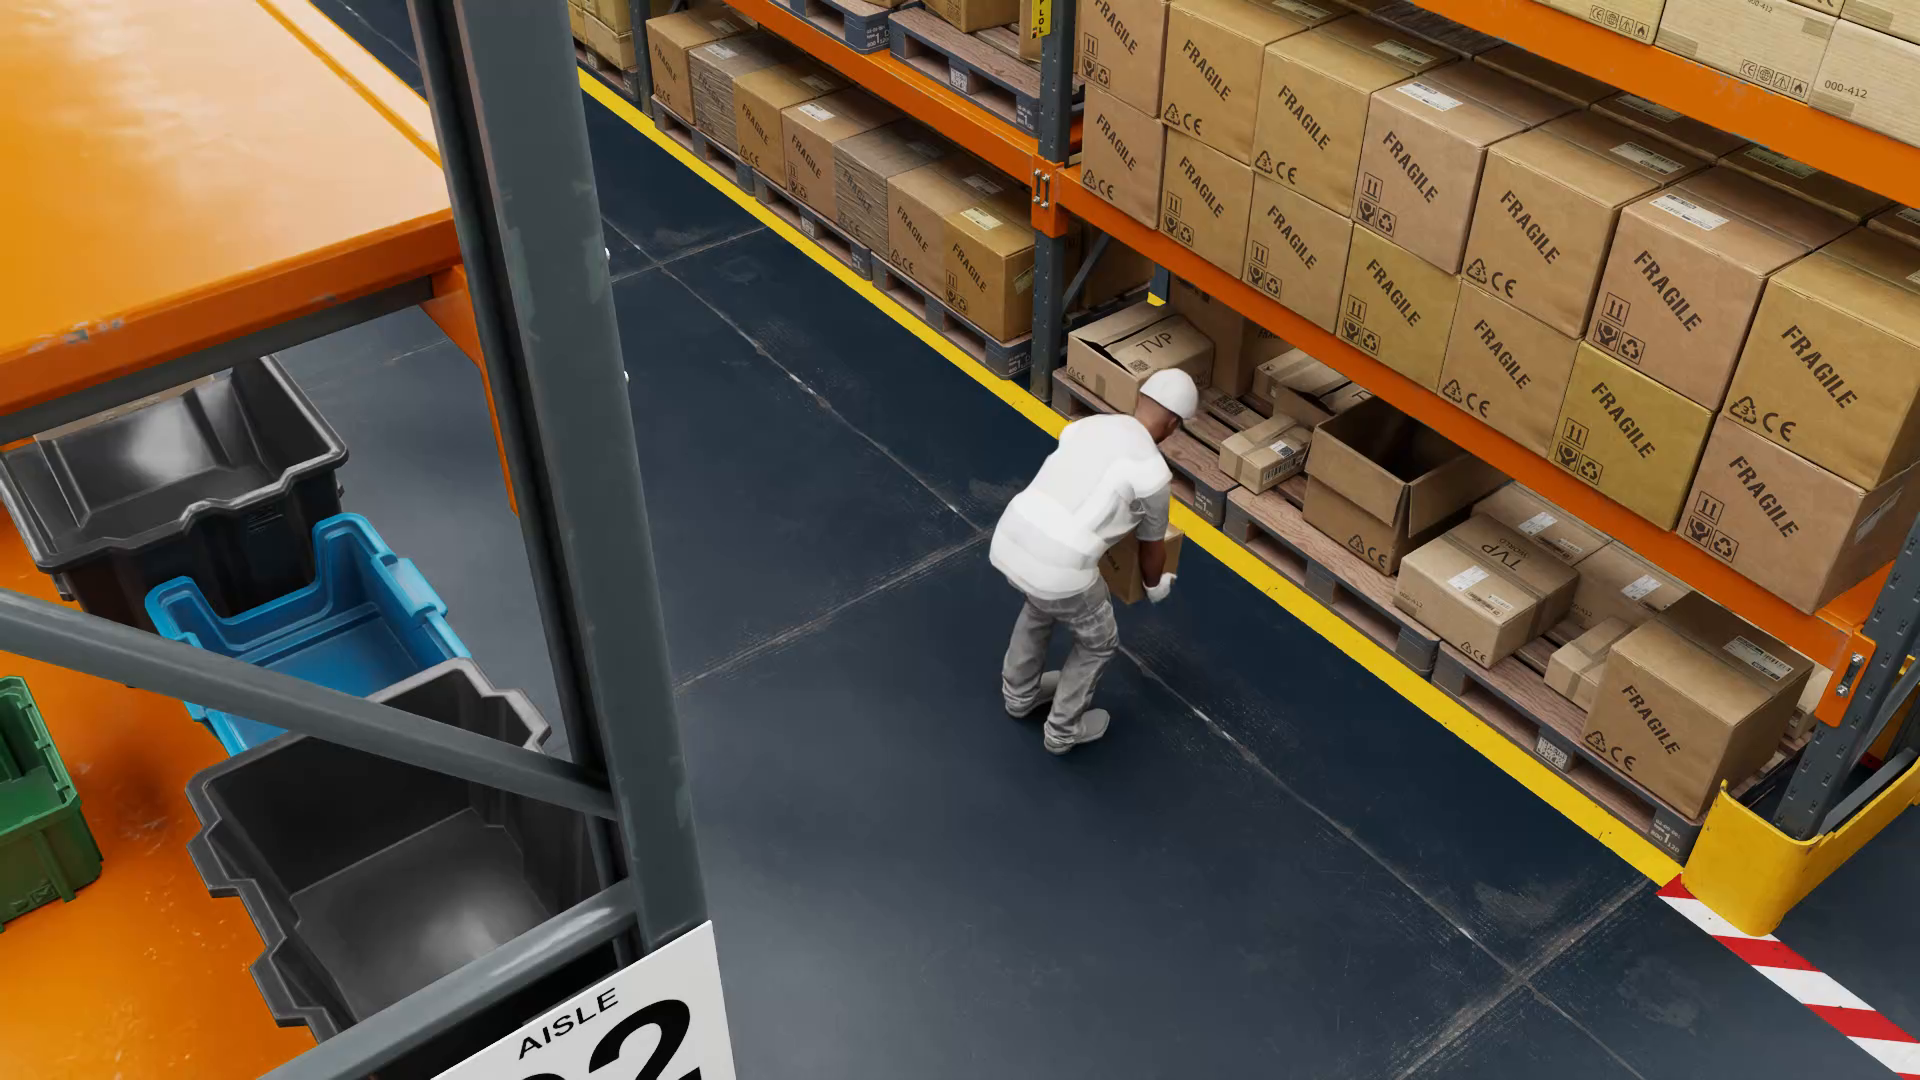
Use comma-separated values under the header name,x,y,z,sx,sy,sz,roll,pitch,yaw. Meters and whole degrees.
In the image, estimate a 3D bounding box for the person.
name,x,y,z,sx,sy,sz,roll,pitch,yaw
person,0.515,0.082,6.310,0.876,1.437,0.498,-28,47,-29
